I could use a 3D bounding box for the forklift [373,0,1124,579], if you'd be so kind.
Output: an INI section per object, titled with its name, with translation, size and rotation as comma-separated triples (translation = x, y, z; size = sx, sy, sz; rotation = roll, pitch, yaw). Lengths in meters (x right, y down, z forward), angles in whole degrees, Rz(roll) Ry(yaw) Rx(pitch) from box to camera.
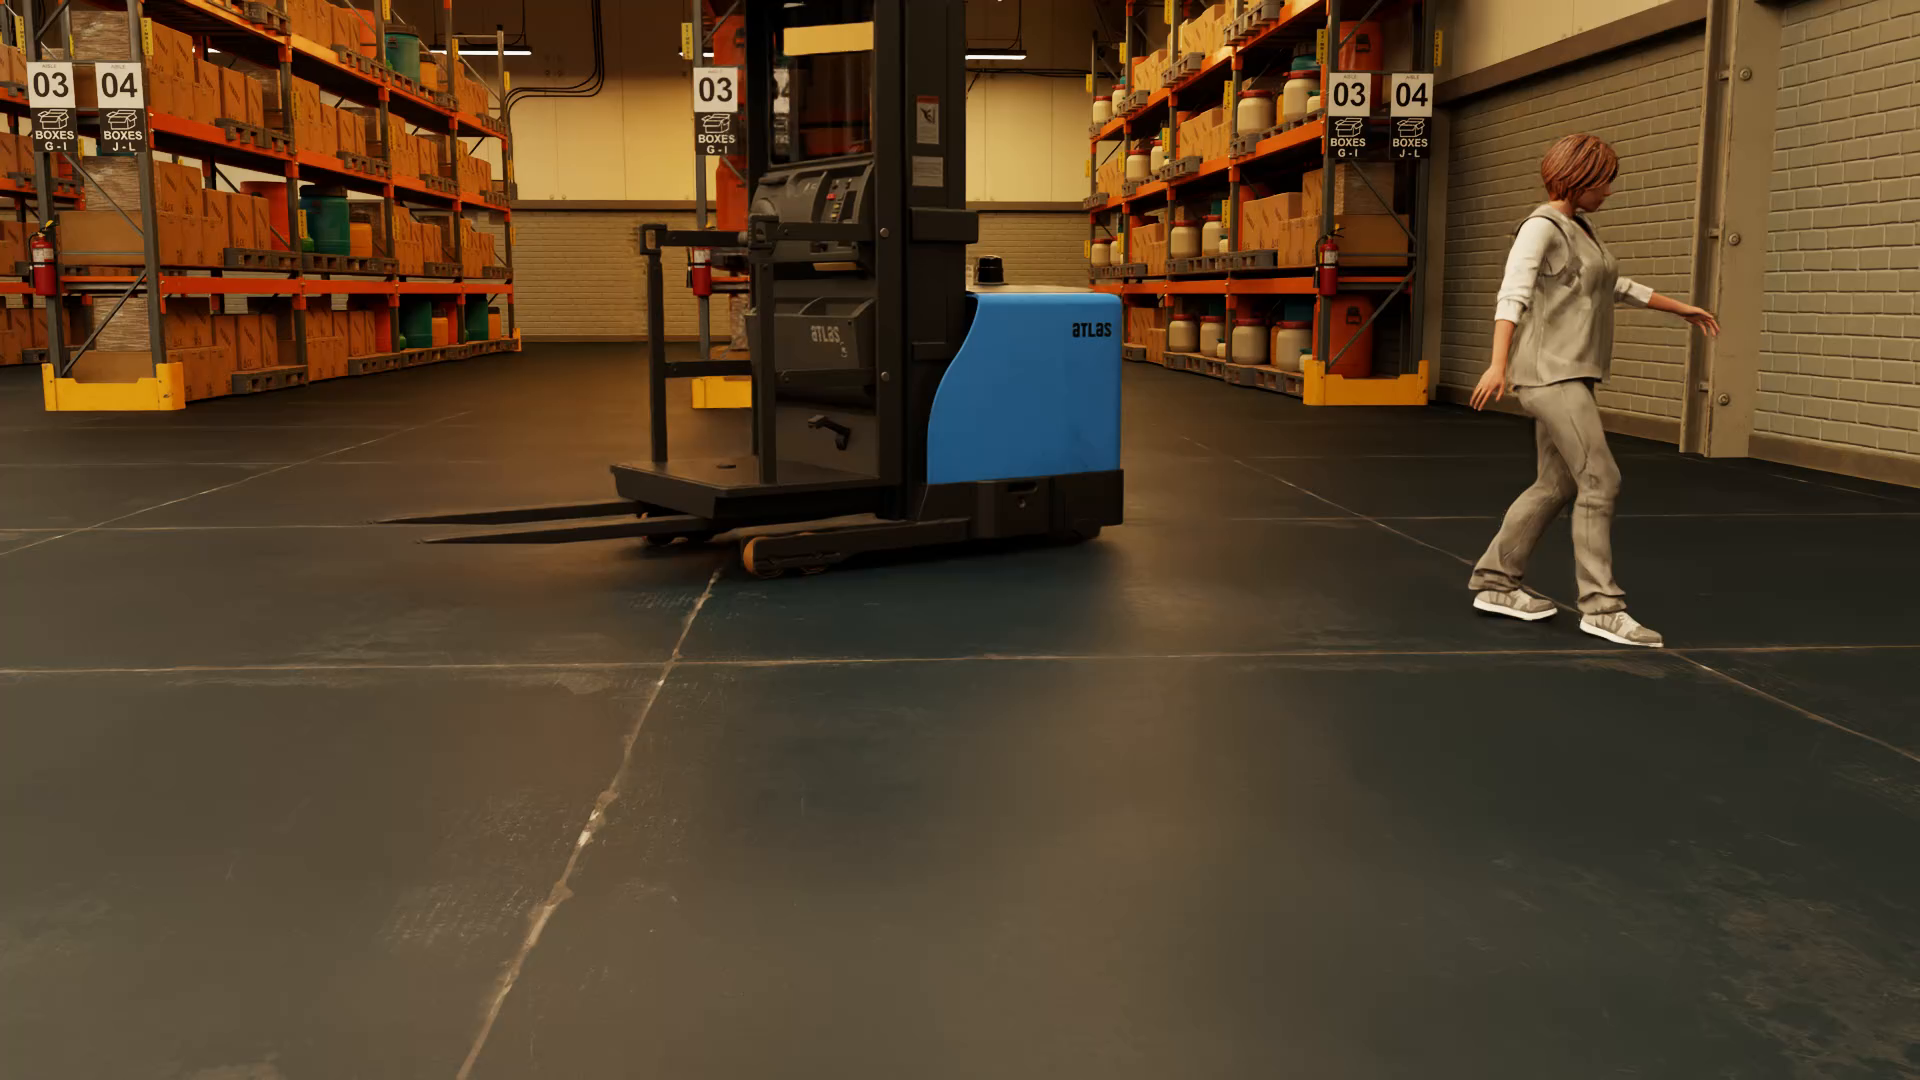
[forklift]
translation = -0.787, -1.390, 6.689
size = 3.031, 2.935, 1.130
rotation = -6, 10, -34

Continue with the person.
[person]
translation = 1.953, -0.469, 5.250
size = 0.663, 1.569, 0.834
rotation = 6, 10, 35
